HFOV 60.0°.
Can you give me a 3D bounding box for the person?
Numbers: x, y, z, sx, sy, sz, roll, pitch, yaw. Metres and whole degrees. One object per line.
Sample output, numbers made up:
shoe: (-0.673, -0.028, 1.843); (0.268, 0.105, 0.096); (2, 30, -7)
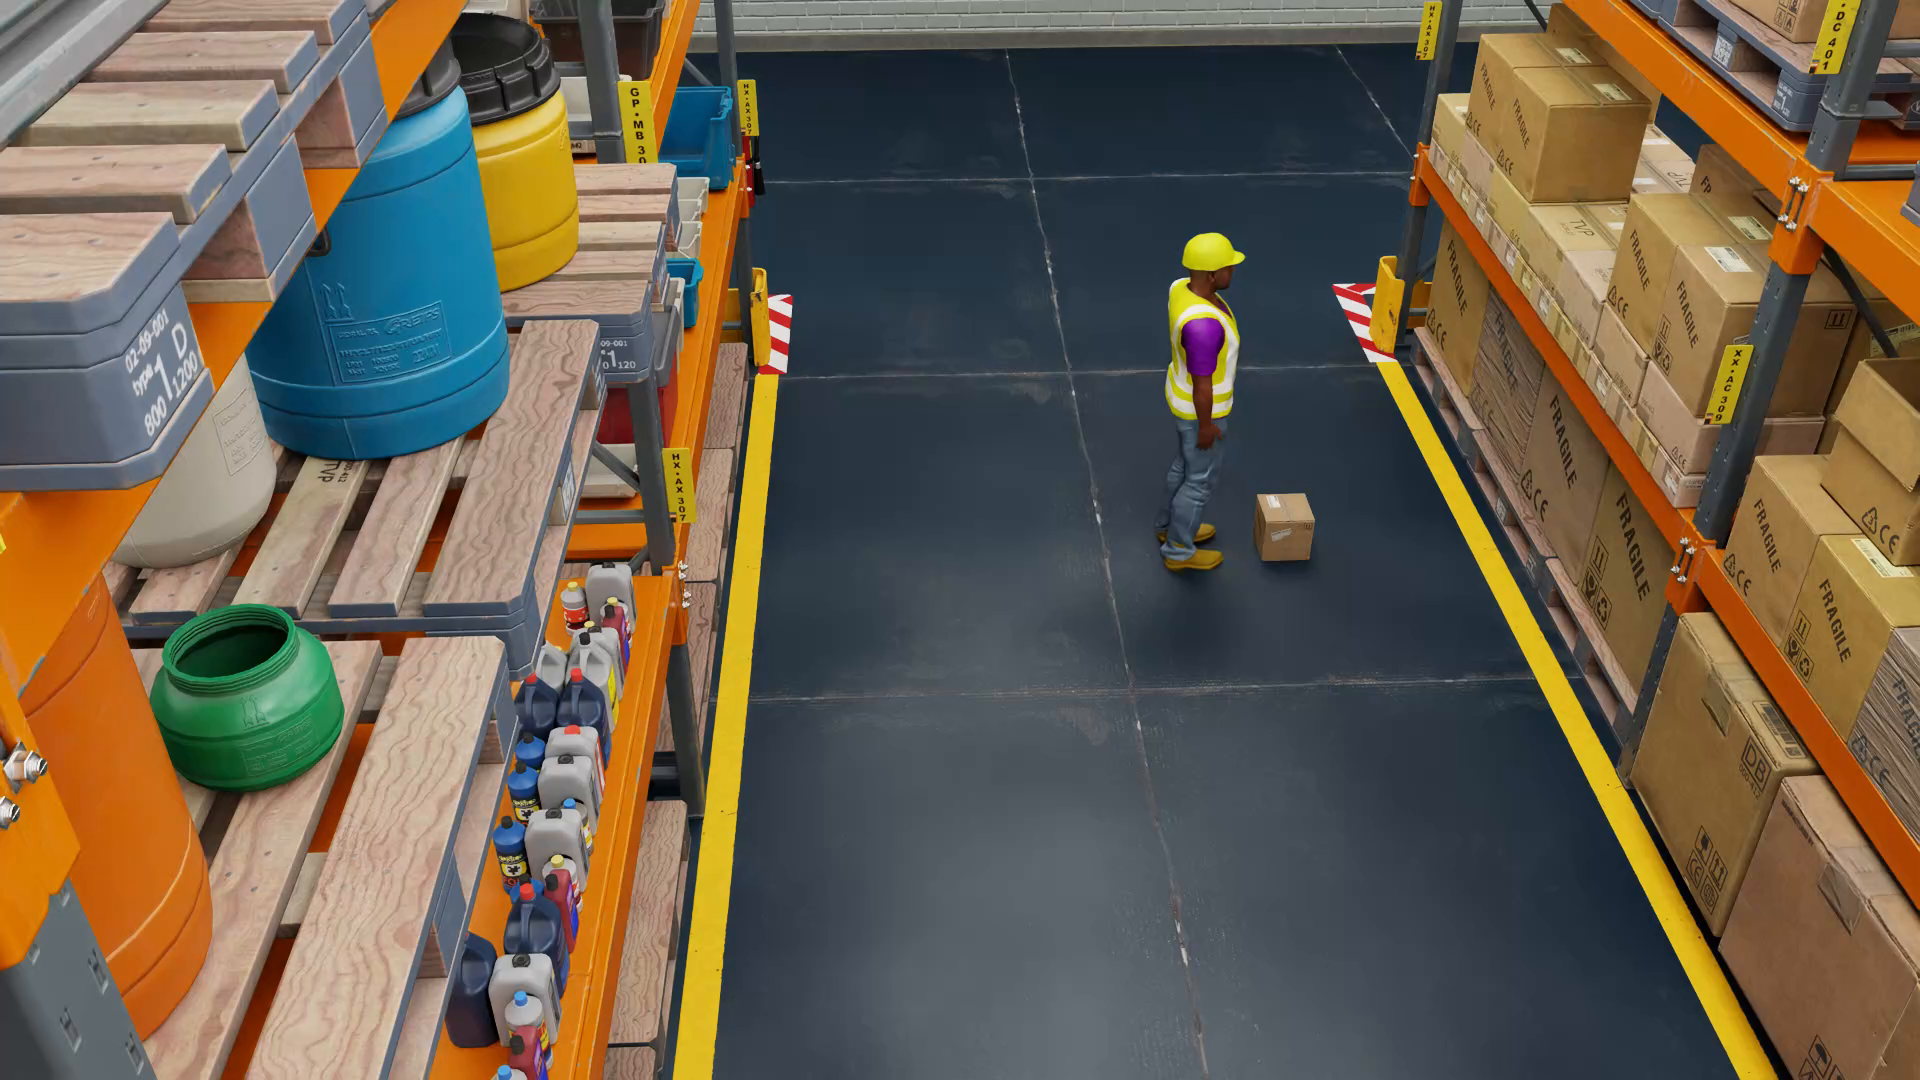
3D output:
person: (1.162, -0.706, 8.132); (0.342, 1.699, 0.559); (-1, 35, -1)
